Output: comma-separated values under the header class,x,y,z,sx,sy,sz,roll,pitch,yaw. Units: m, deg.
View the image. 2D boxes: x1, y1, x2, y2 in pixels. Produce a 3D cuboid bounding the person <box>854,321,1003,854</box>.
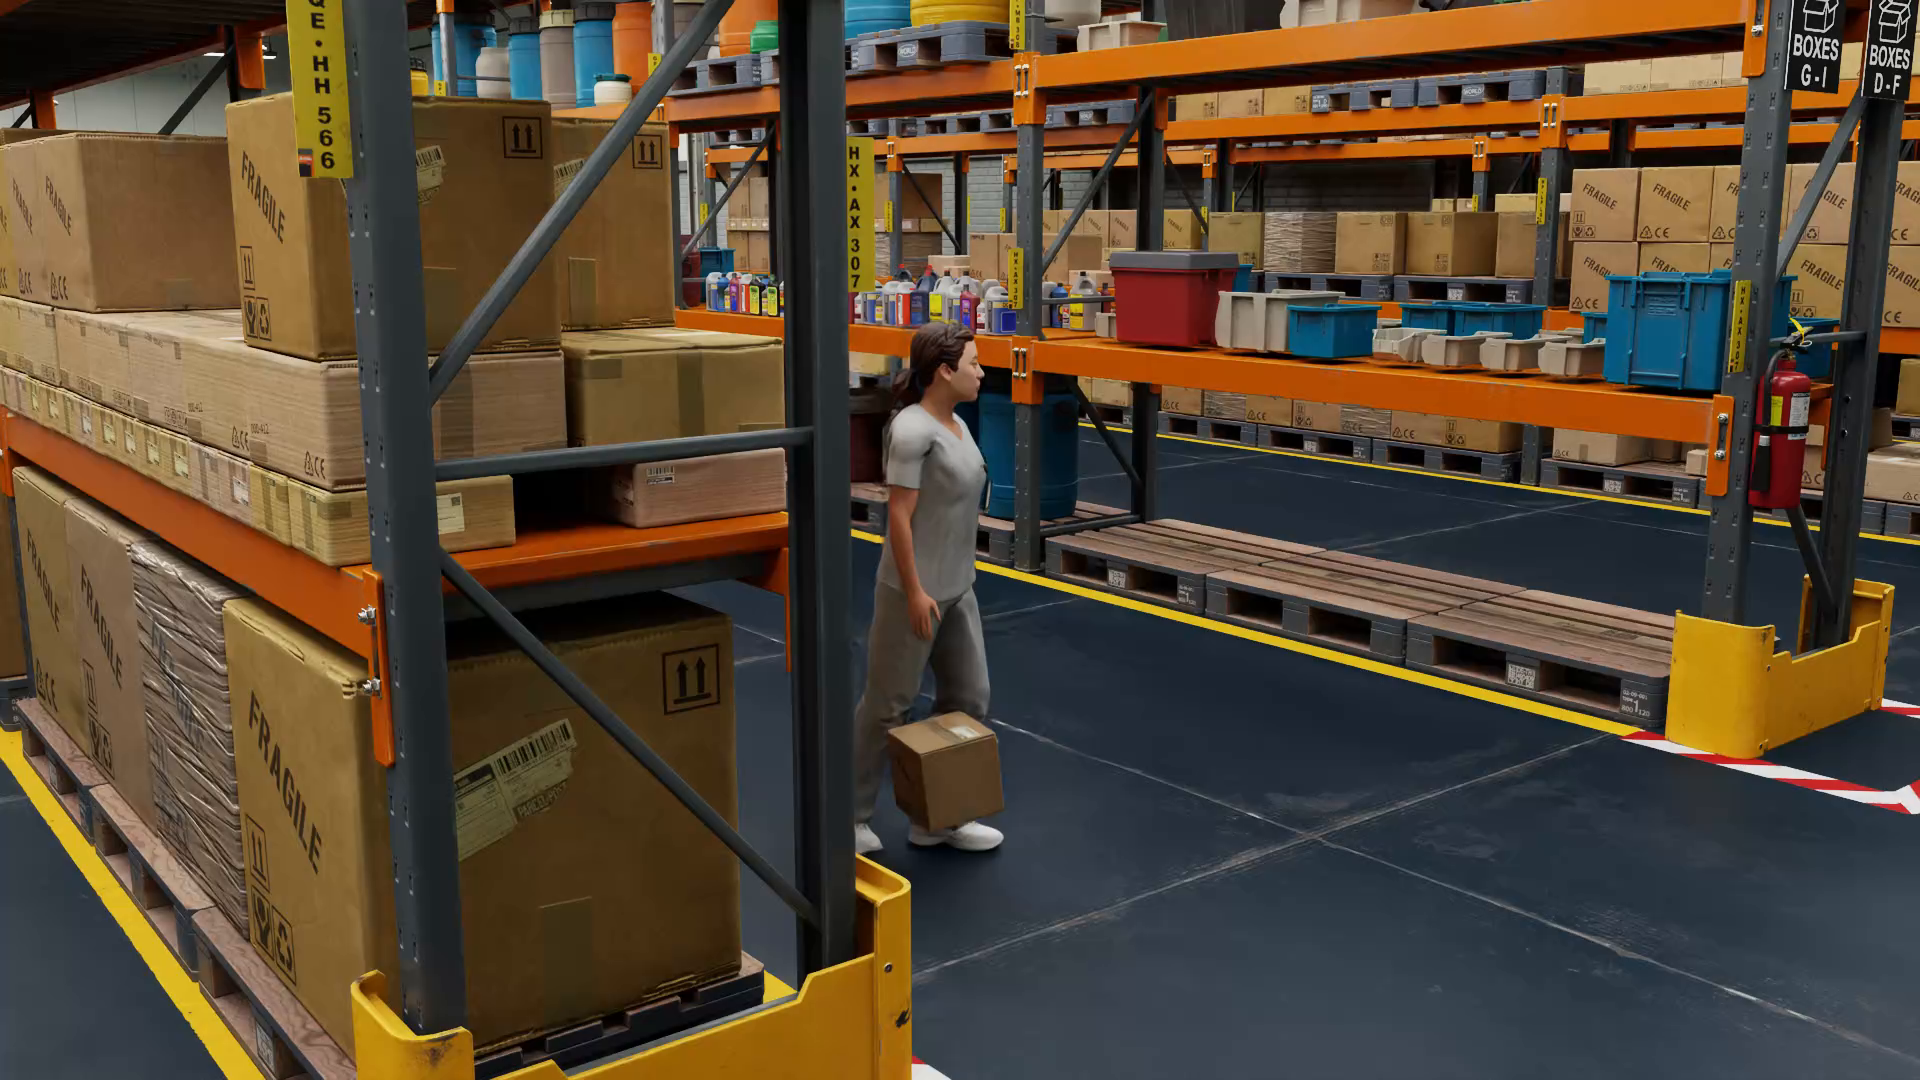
class,x,y,z,sx,sy,sz,roll,pitch,yaw
person,-0.141,0.155,5.164,0.554,1.658,0.490,5,12,24
